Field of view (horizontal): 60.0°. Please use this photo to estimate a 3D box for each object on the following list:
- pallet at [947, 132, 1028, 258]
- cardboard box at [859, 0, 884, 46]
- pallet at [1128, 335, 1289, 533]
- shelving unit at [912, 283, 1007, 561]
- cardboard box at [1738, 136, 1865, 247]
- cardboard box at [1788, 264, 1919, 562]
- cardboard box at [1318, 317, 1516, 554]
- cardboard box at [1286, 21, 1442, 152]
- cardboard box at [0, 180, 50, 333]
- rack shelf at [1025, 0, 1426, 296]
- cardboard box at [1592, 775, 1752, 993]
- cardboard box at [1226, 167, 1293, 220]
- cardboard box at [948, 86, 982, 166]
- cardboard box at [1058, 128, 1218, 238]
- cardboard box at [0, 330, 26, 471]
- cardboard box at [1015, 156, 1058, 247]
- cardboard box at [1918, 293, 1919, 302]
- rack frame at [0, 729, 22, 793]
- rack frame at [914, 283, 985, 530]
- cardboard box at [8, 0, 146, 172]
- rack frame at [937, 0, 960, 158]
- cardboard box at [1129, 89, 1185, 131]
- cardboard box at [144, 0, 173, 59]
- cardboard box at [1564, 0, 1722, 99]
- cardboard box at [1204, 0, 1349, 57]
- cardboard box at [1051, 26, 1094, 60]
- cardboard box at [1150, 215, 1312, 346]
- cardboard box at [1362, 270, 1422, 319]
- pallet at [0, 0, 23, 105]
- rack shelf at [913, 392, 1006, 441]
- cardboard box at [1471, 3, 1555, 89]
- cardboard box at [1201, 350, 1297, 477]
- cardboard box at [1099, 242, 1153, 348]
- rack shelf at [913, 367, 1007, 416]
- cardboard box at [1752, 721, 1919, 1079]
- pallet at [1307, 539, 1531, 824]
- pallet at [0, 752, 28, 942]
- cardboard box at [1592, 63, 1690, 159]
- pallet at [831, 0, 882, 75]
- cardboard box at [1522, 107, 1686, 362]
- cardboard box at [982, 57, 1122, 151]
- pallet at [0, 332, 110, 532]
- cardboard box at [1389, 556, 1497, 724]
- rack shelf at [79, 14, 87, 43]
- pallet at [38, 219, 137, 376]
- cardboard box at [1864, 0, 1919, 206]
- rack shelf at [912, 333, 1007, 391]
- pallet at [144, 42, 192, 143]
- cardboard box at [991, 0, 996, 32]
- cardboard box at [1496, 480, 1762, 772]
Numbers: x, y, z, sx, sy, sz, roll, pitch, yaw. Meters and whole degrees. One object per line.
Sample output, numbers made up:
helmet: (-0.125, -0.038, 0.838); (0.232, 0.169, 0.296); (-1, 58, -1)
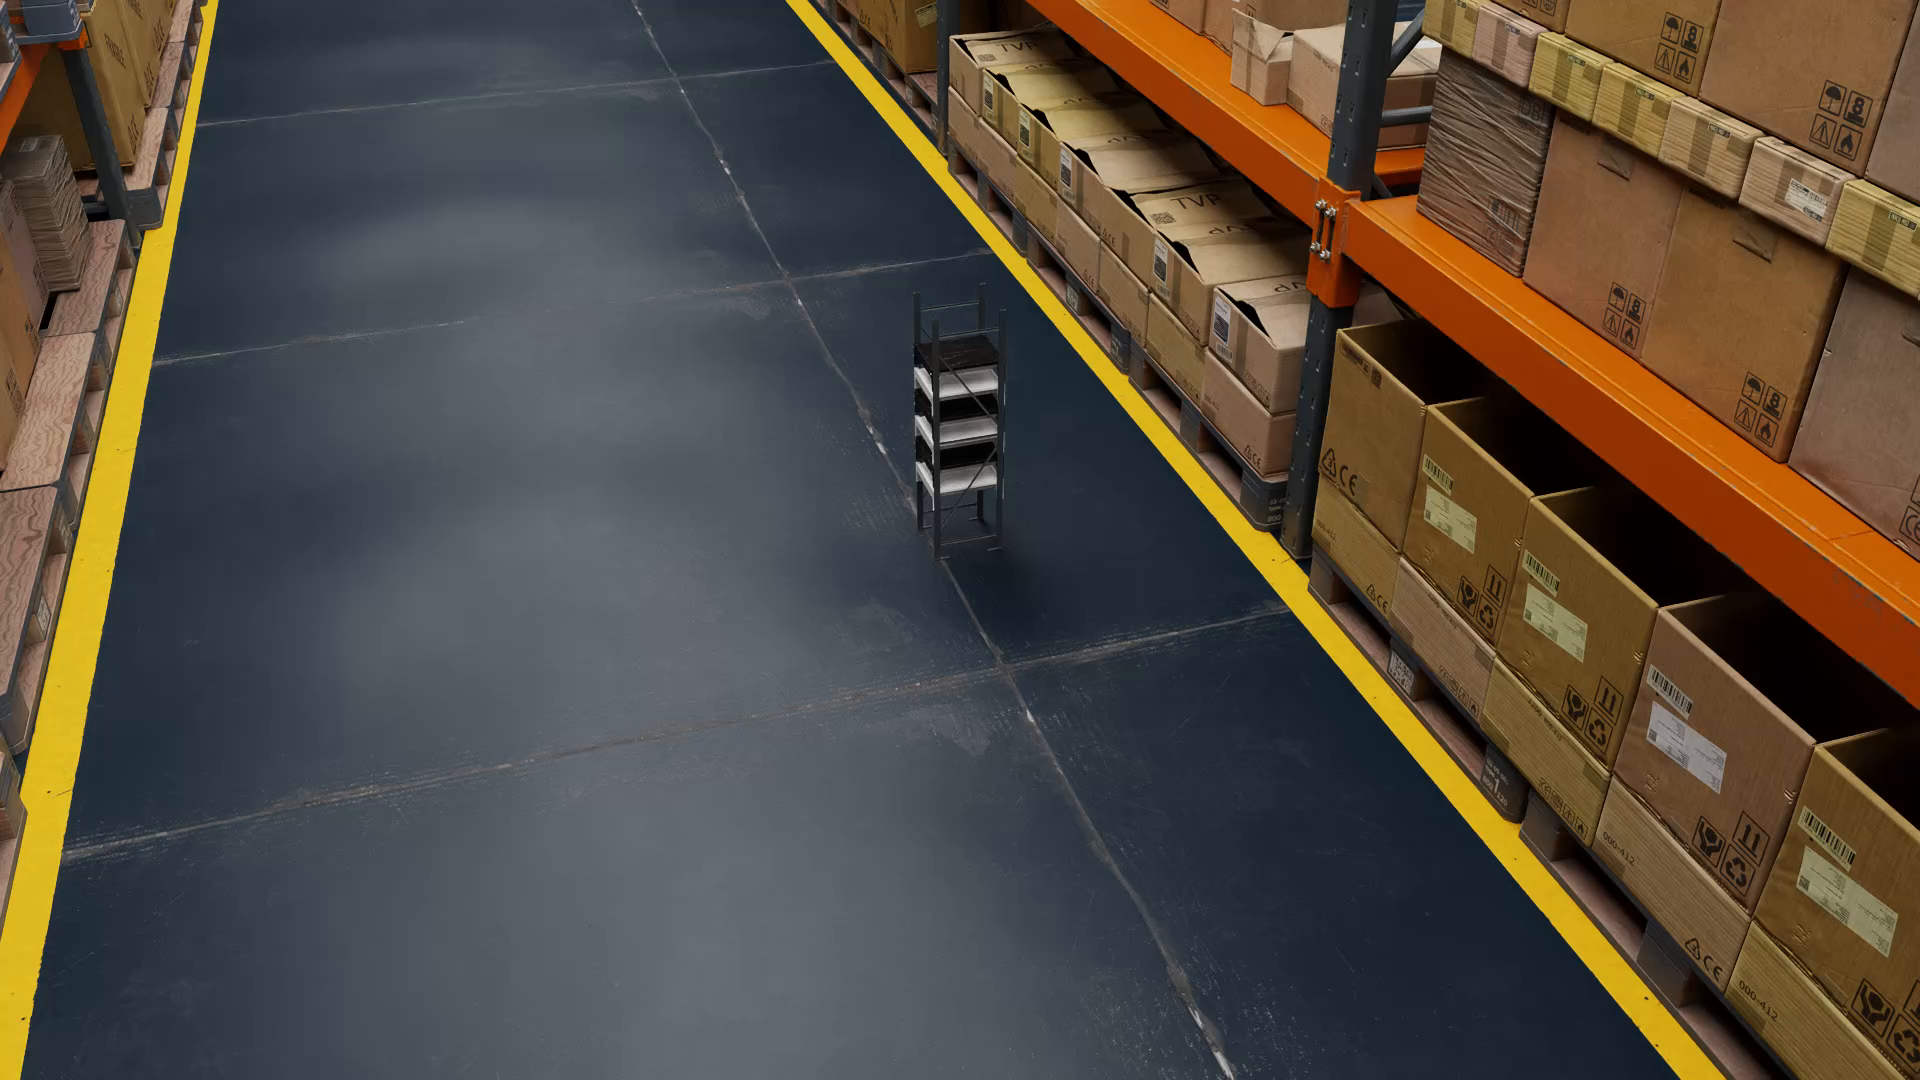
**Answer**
pallet: (0.588, -1.789, 8.266); (1.003, 0.211, 1.213); (-10, 35, -15)
cardboard box: (-0.292, -3.255, 9.824); (0.500, 0.500, 0.500); (-11, 35, -16)
pallet: (1.333, -0.508, 6.327); (1.003, 0.211, 1.213); (-10, 35, -15)
shelving unit: (-0.002, -0.380, 5.508); (0.258, 0.900, 0.210); (-10, 35, -15)
cardboard box: (1.889, -0.754, 3.491); (0.380, 0.149, 0.250); (-11, 35, -16)
cardboard box: (2.209, -0.292, 3.381); (0.700, 0.500, 0.500); (-9, 35, -13)
cardboard box: (1.438, -0.336, 4.971); (0.500, 0.500, 0.500); (-10, 35, -15)
cardboard box: (1.403, -1.480, 5.405); (0.500, 0.250, 0.500); (-8, 34, -12)
cardboard box: (-4.027, -1.038, 6.468); (0.700, 0.500, 0.500); (-10, 35, -15)
rack shelf: (0.984, -2.041, 6.771); (1.077, 0.370, 4.000); (-10, 35, -15)
cardboard box: (1.901, 0.763, 3.987); (0.500, 0.250, 0.500); (-10, 35, -15)
cardboard box: (1.399, -1.347, 6.673); (0.500, 0.311, 0.500); (-11, 35, -16)
cardboard box: (0.254, -2.095, 8.313); (0.500, 0.250, 0.500); (-10, 35, -15)
cardboard box: (0.733, -1.517, 6.929); (0.500, 0.311, 0.500); (-10, 35, -15)
cardboard box: (-3.685, -0.518, 5.682); (0.700, 0.500, 0.500); (-10, 35, -14)
cardboard box: (0.573, -1.559, 7.502); (0.500, 0.250, 0.500); (-11, 35, -16)
cardboard box: (2.041, -0.486, 3.086); (0.380, 0.149, 0.250); (-10, 35, -15)
rack frame: (-3.122, -0.456, 3.720); (1.000, 3.000, 0.127); (-10, 35, -15)
rack frame: (-0.033, -0.433, 5.589); (0.240, 0.900, 0.006); (-10, 35, -15)
cardboard box: (-4.442, -2.243, 7.992); (0.750, 0.750, 0.750); (-10, 35, -15)
rack frame: (0.374, -3.391, 8.161); (1.000, 3.000, 0.127); (-10, 35, -15)
cardboard box: (1.085, -1.883, 7.483); (0.500, 0.311, 0.500); (-10, 35, -15)
cardboard box: (-4.966, -3.149, 9.364); (0.750, 0.750, 0.750); (-9, 35, -13)
cardboard box: (1.891, -1.377, 3.846); (0.700, 0.500, 0.500); (-10, 35, -15)
cardboard box: (1.215, -2.016, 5.989); (0.500, 0.500, 0.500); (-8, 34, -11)
cardboard box: (0.769, -2.420, 8.296); (0.500, 0.311, 0.500); (-9, 35, -13)
cardboard box: (1.033, -0.990, 6.132); (0.500, 0.311, 0.500); (-9, 35, -13)
cardboard box: (1.706, -0.812, 5.863); (0.500, 0.311, 0.500); (-10, 35, -15)
pallet: (-3.699, -1.444, 5.388); (1.003, 0.211, 1.213); (-10, 35, -15)
rack shelf: (-0.002, -0.427, 5.477); (0.258, 0.077, 0.200); (-10, 35, -15)
cardboard box: (1.569, -1.298, 4.315); (0.380, 0.149, 0.250); (-10, 35, -14)
cardboard box: (1.192, -0.488, 5.881); (0.500, 0.250, 0.500); (-10, 35, -15)
cardboard box: (0.883, -1.023, 6.690); (0.500, 0.250, 0.500); (-9, 35, -14)
rack shelf: (-0.002, -0.502, 5.428); (0.258, 0.077, 0.200); (-10, 35, -15)
cardboard box: (2.049, 0.714, 3.382); (0.500, 0.500, 0.500); (-10, 35, -15)
pallet: (1.797, 0.297, 5.109); (1.003, 0.211, 1.213); (-10, 35, -15)
pallet: (-2.884, 1.054, 3.964); (1.003, 0.211, 1.213); (-10, 35, -15)
cardboard box: (1.730, -1.026, 3.902); (0.380, 0.149, 0.250); (-10, 35, -15)
pallet: (-0.186, -3.266, 10.501); (1.003, 0.211, 1.213); (-10, 35, -15)
cardboard box: (1.903, -0.825, 4.187); (0.700, 0.500, 0.500); (-10, 35, -15)
cardboard box: (0.423, -2.055, 7.743); (0.500, 0.311, 0.500); (-11, 35, -16)
pallet: (-3.737, -0.343, 6.078); (1.003, 0.211, 1.213); (-10, 35, -15)
cardboard box: (1.595, 0.239, 4.781); (0.500, 0.250, 0.500); (-10, 35, -15)
rack shelf: (-4.952, -3.306, 8.685); (1.077, 0.370, 4.000); (-10, 35, -15)
pallet: (-4.105, -0.982, 7.045); (1.003, 0.211, 1.213); (-10, 35, -15)
cardboard box: (2.195, -0.852, 3.051); (0.700, 0.500, 0.500); (-10, 35, -15)
rack shelf: (-0.002, -0.577, 5.378); (0.258, 0.077, 0.200); (-10, 35, -15)
pallet: (-4.879, -2.459, 9.280); (1.003, 0.211, 1.213); (-10, 35, -15)
cardboard box: (0.343, -3.093, 9.578); (0.500, 0.500, 0.500); (-11, 35, -16)
cardboard box: (1.743, 0.189, 4.176); (0.500, 0.500, 0.500); (-10, 35, -15)
